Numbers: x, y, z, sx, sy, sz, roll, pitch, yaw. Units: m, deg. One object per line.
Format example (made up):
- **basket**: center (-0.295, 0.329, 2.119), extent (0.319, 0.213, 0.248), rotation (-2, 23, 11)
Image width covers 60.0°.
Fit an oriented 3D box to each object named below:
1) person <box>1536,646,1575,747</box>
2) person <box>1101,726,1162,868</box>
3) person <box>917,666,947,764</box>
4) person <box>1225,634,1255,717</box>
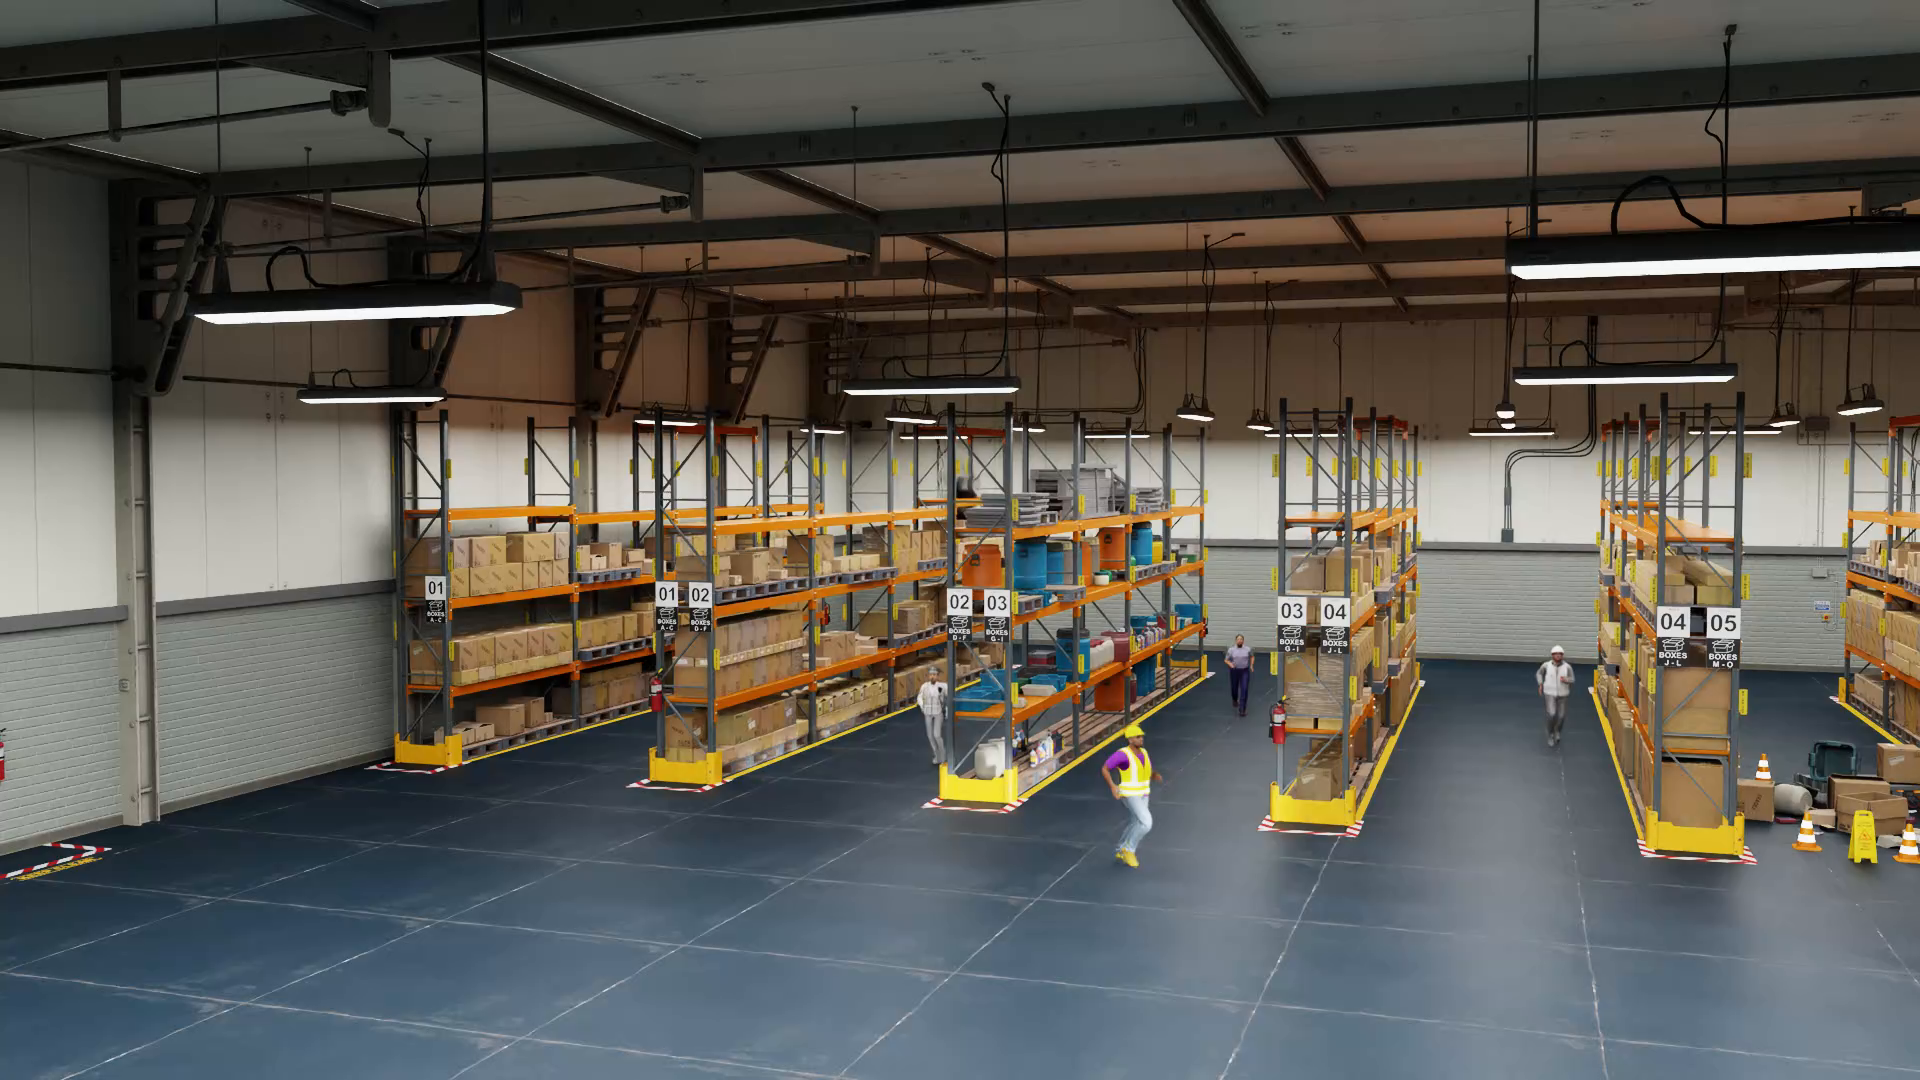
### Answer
- **person**: center (10.798, 2.830, 30.113), extent (0.624, 1.831, 0.752), rotation (0, 2, 10)
- **person**: center (2.219, 3.223, 20.908), extent (0.697, 1.769, 0.674), rotation (2, 3, 42)
- **person**: center (-0.448, 2.957, 28.063), extent (0.611, 1.667, 0.598), rotation (1, 3, 17)
- **person**: center (5.703, 2.746, 33.864), extent (0.613, 1.612, 0.881), rotation (0, 2, 7)
